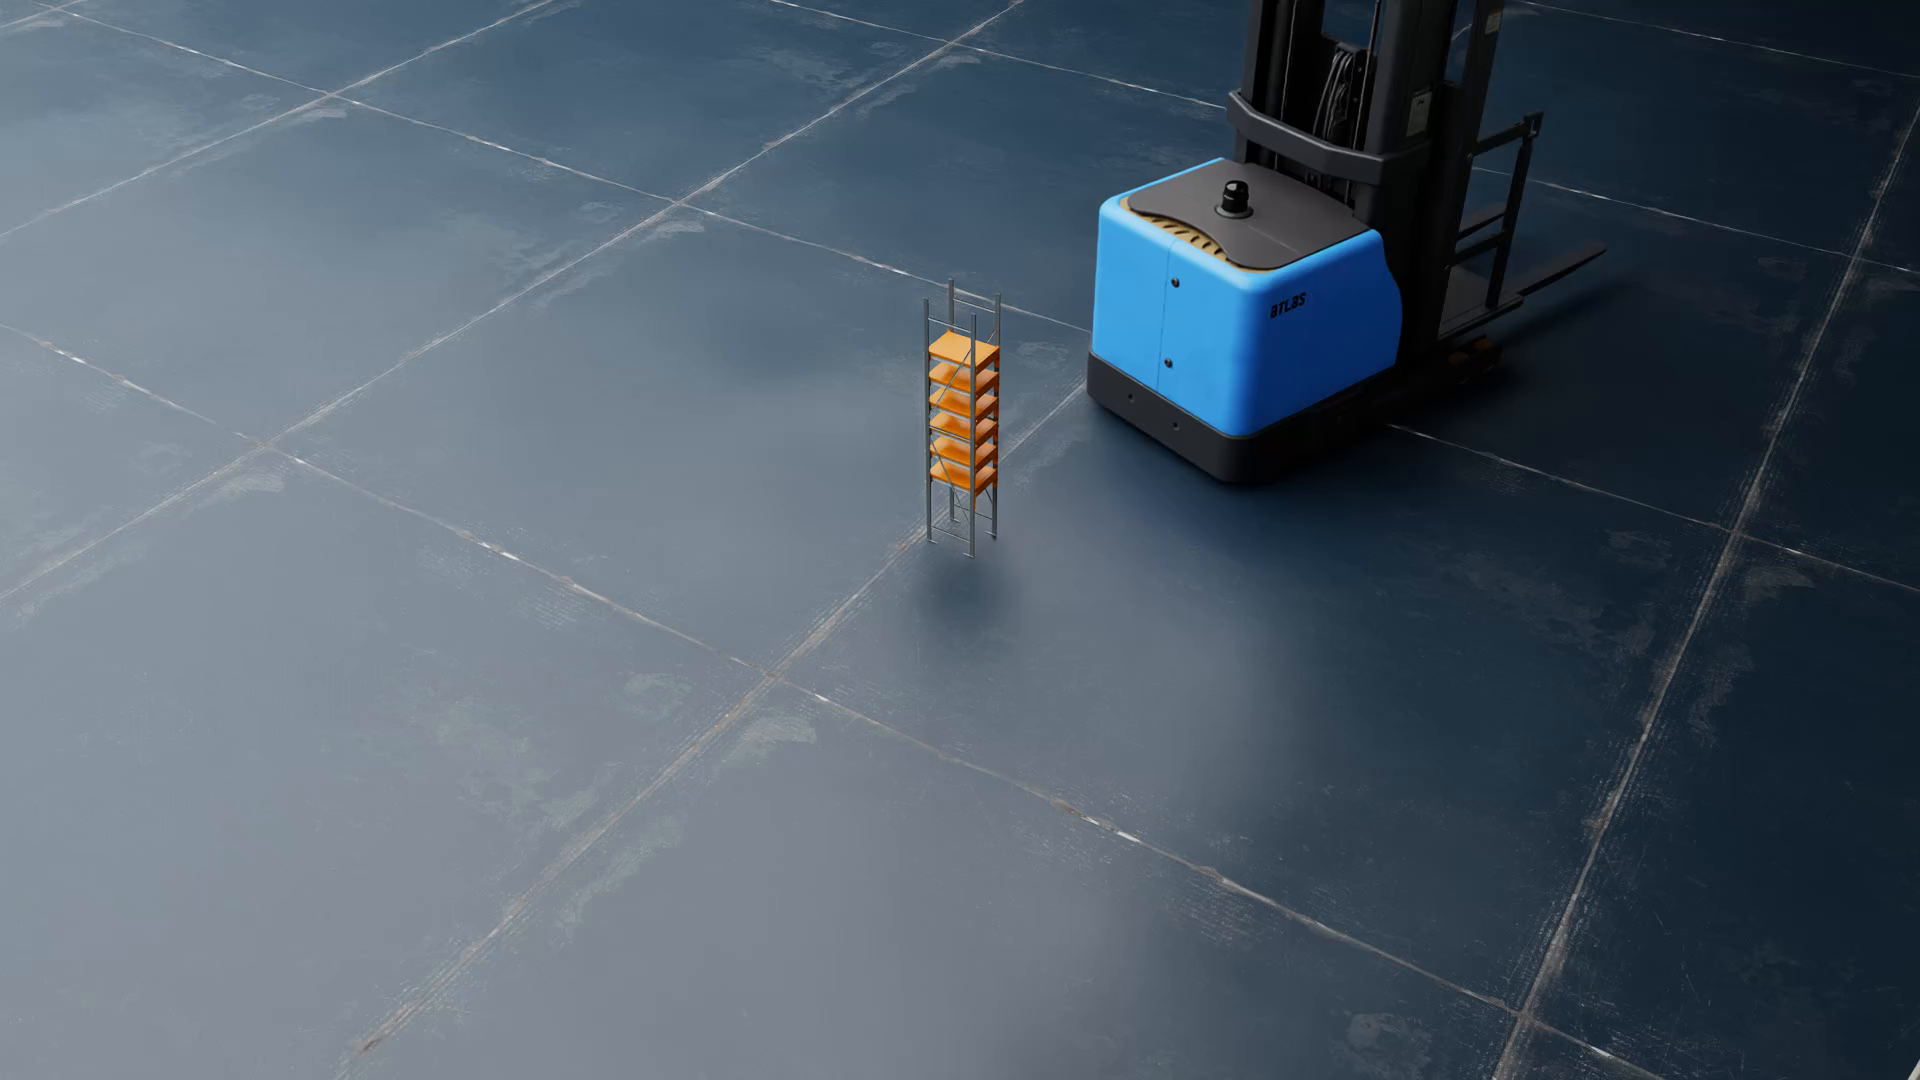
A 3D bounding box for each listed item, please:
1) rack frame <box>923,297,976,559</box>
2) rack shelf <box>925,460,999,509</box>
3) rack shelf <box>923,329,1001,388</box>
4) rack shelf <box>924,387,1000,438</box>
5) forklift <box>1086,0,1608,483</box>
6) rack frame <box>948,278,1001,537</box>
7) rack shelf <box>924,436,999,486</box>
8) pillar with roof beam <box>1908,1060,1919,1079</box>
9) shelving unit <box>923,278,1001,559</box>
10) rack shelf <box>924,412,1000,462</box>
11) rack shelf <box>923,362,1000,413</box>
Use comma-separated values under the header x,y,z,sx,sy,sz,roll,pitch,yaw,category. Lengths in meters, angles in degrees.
x,y,z,sx,sy,sz,roll,pitch,yaw,category
-0.041,-0.435,6.832,0.240,1.200,0.006,21,42,25,rack frame
0.008,-0.257,7.067,0.258,0.103,0.180,21,42,25,rack shelf
0.008,-0.733,6.701,0.258,0.103,0.180,21,42,25,rack shelf
0.008,-0.542,6.847,0.258,0.103,0.180,21,42,25,rack shelf
2.086,-2.155,7.645,3.031,2.935,1.130,-25,44,-29,forklift
0.057,-0.530,6.955,0.240,1.200,0.006,21,42,25,rack frame
0.008,-0.352,6.994,0.258,0.103,0.180,21,42,25,rack shelf
-0.849,-3.071,3.864,9.100,9.000,0.400,21,42,25,pillar with roof beam
0.008,-0.483,6.893,0.258,1.200,0.189,21,42,25,shelving unit
0.008,-0.447,6.920,0.258,0.103,0.180,21,42,25,rack shelf
0.008,-0.638,6.774,0.258,0.103,0.180,21,42,25,rack shelf
